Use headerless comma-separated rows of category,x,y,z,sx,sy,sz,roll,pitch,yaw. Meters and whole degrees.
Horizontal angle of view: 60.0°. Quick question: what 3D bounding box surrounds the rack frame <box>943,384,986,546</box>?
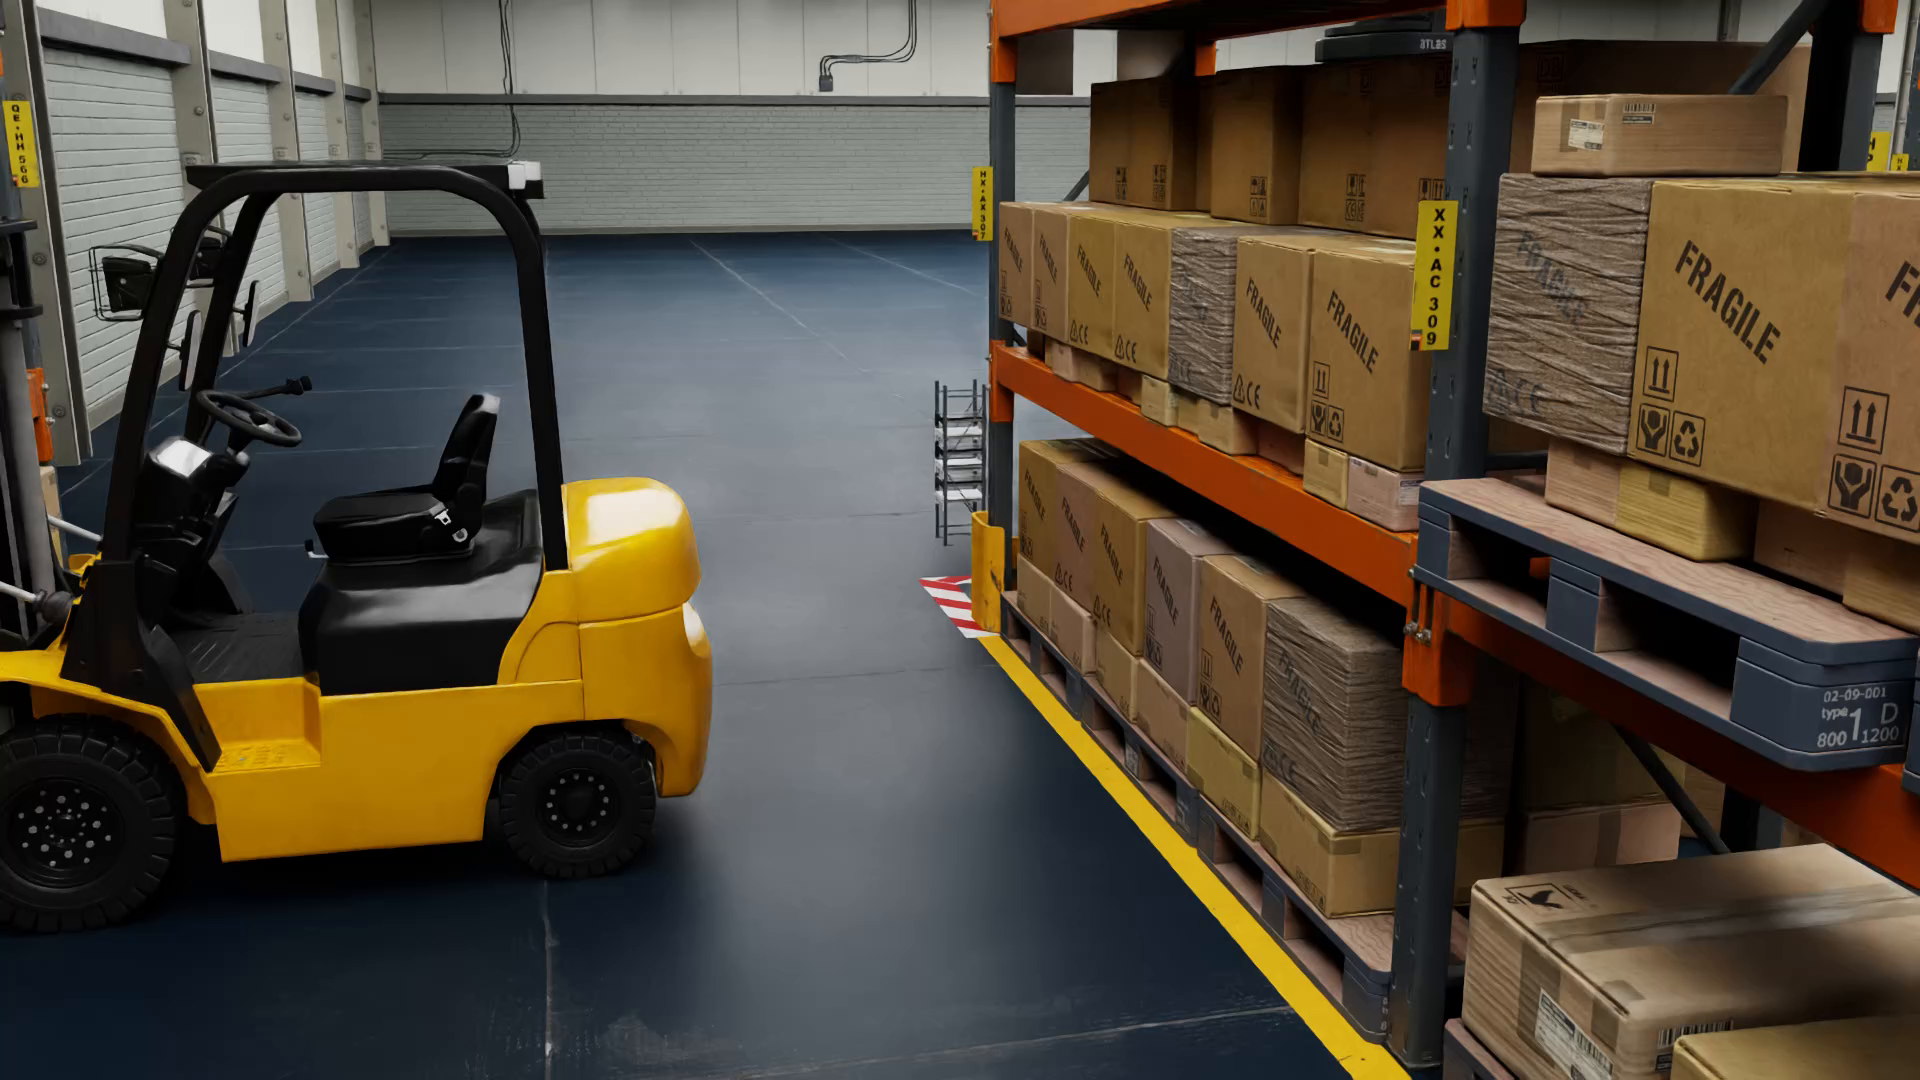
rack frame,0.026,-0.412,9.217,0.240,0.900,0.006,-3,14,-13

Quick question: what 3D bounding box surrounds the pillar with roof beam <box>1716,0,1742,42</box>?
pillar with roof beam,14.484,-11.978,39.492,9.100,9.000,0.400,-3,14,-13

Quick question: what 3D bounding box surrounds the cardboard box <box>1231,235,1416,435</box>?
cardboard box,1.098,-0.592,4.694,0.500,0.500,0.500,-3,14,-11

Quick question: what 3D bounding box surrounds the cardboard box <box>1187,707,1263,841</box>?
cardboard box,1.037,0.696,5.168,0.500,0.250,0.500,-4,14,-15

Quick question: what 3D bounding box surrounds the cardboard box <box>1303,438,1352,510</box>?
cardboard box,1.134,-0.185,4.391,0.380,0.149,0.250,-3,14,-12

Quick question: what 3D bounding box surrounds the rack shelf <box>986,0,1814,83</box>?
rack shelf,1.102,-1.761,5.512,1.077,0.370,4.000,-3,14,-13

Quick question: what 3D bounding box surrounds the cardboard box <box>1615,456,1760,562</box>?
cardboard box,1.444,-0.071,3.042,0.380,0.149,0.250,-3,14,-12

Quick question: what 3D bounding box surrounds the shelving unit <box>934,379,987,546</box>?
shelving unit,0.002,-0.435,9.313,0.258,0.900,0.210,-3,14,-13

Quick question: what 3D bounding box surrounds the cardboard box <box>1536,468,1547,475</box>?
cardboard box,1.700,-0.216,4.521,0.380,0.149,0.250,-3,14,-12

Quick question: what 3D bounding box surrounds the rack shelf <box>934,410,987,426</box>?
rack shelf,0.002,-0.665,9.256,0.258,0.077,0.200,-3,14,-13

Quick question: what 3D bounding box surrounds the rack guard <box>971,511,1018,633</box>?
rack guard,0.650,0.117,7.896,1.175,0.500,0.348,-3,14,-13

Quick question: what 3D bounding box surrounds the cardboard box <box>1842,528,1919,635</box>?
cardboard box,1.605,0.052,2.539,0.380,0.149,0.250,-3,14,-12

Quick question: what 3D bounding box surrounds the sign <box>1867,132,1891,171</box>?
sign,2.110,-0.786,3.886,0.100,0.325,0.005,-3,14,-13

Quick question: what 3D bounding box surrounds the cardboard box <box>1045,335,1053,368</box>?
cardboard box,0.567,-0.780,6.828,0.380,0.149,0.250,-4,14,-15

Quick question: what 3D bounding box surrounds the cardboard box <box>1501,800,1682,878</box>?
cardboard box,1.695,0.788,4.789,0.500,0.250,0.500,-4,14,-16

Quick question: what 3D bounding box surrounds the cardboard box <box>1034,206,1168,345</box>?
cardboard box,0.598,-1.064,6.625,0.500,0.500,0.500,-3,14,-11

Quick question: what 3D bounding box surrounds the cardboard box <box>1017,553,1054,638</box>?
cardboard box,0.553,0.218,7.122,0.500,0.250,0.500,-3,14,-14

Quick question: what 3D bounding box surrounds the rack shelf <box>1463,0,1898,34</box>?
rack shelf,2.041,-0.839,1.735,1.077,0.370,4.000,-3,14,-13

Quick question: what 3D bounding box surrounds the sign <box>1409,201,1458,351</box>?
sign,1.046,-0.581,3.660,0.100,0.325,0.005,-3,14,-13

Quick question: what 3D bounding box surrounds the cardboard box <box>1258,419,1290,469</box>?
cardboard box,1.104,-0.307,4.894,0.380,0.149,0.250,-3,14,-14

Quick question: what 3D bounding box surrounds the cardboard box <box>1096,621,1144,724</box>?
cardboard box,0.806,0.462,6.126,0.500,0.250,0.500,-2,14,-9

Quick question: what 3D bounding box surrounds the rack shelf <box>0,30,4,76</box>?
rack shelf,-3.722,-1.484,4.376,1.077,0.370,4.000,-3,14,-13

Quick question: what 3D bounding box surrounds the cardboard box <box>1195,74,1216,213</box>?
cardboard box,1.296,-1.459,6.135,0.700,0.500,0.500,-3,14,-14

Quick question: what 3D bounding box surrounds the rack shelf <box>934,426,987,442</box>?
rack shelf,0.002,-0.578,9.278,0.258,0.077,0.200,-3,14,-13

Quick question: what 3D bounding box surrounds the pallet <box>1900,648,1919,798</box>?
pallet,2.006,0.369,1.999,1.003,0.211,1.213,-3,14,-13

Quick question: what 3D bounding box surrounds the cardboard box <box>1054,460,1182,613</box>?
cardboard box,0.686,-0.020,6.518,0.500,0.500,0.500,-4,14,-15

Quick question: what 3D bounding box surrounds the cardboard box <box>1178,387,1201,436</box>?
cardboard box,0.927,-0.422,5.364,0.380,0.149,0.250,-4,14,-14

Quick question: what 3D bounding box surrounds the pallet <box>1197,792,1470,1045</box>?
pallet,1.379,1.009,4.851,1.003,0.211,1.213,-3,14,-13

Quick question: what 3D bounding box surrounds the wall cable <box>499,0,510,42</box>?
wall cable,-8.727,-12.311,36.757,3.097,2.526,0.112,-3,14,-13

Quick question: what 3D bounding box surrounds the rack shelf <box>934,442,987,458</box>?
rack shelf,0.002,-0.490,9.299,0.258,0.077,0.200,-3,14,-13

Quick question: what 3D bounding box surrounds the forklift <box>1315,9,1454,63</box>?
forklift,3.013,-1.718,10.283,3.031,2.935,1.130,-6,15,-22

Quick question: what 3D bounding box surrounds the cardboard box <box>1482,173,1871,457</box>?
cardboard box,1.403,-0.465,3.289,0.500,0.500,0.500,-3,14,-12

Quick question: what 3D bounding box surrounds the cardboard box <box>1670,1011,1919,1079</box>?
cardboard box,1.869,1.167,2.983,0.950,0.372,0.625,-2,14,-10

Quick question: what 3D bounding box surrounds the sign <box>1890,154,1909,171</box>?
sign,4.879,-1.844,8.662,0.100,0.325,0.005,-3,14,-13

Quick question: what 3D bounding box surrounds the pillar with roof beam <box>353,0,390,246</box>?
pillar with roof beam,-7.766,-10.702,34.270,9.100,9.000,0.400,-3,14,-13

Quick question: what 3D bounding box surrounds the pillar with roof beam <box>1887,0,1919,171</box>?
pillar with roof beam,15.893,-10.593,33.826,9.100,9.000,0.400,-3,14,-13

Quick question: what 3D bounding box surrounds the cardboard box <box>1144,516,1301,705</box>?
cardboard box,0.930,0.219,5.540,0.500,0.500,0.500,-3,14,-10

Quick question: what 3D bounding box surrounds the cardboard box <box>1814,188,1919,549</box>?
cardboard box,1.624,-0.235,2.346,0.500,0.500,0.500,-3,14,-14

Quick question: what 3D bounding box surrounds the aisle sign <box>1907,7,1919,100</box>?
aisle sign,5.112,-2.677,8.585,0.394,0.787,0.004,-3,14,-13

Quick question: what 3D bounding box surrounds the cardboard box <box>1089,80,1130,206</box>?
cardboard box,0.964,-1.688,7.072,0.700,0.500,0.500,-4,14,-15

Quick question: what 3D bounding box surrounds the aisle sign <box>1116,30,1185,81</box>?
aisle sign,0.899,-2.408,7.487,0.394,0.787,0.004,-3,14,-13

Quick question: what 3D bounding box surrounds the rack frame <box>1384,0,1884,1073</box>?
rack frame,1.572,-0.192,3.894,1.000,3.000,0.127,-3,14,-13

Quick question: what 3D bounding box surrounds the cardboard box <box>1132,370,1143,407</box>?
cardboard box,0.829,-0.541,5.850,0.380,0.149,0.250,-4,14,-15

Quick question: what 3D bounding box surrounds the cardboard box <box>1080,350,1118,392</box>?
cardboard box,0.676,-0.661,6.342,0.380,0.149,0.250,-3,14,-12

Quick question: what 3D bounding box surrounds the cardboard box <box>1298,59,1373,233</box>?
cardboard box,1.489,-1.221,5.160,0.700,0.500,0.500,-4,14,-14

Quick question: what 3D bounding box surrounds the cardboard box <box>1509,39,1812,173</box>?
cardboard box,1.679,-0.985,4.193,0.700,0.500,0.500,-3,14,-14

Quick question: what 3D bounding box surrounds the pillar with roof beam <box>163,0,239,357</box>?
pillar with roof beam,-3.538,-6.549,17.273,9.100,9.000,0.400,-3,14,-13

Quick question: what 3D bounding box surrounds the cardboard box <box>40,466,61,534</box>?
cardboard box,-3.781,-0.103,6.329,0.500,0.250,0.500,-3,14,-11

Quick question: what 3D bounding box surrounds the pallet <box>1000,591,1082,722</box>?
pallet,0.806,0.446,7.155,1.003,0.211,1.213,-3,14,-13

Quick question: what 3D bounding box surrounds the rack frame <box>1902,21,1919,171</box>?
rack frame,5.420,-1.414,8.895,1.000,3.000,0.127,-3,14,-13

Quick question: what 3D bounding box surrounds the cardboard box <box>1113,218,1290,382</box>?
cardboard box,0.847,-0.830,5.665,0.500,0.500,0.500,-4,14,-14

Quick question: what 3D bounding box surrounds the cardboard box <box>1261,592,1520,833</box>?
cardboard box,1.172,0.454,4.579,0.500,0.500,0.500,-3,14,-14
